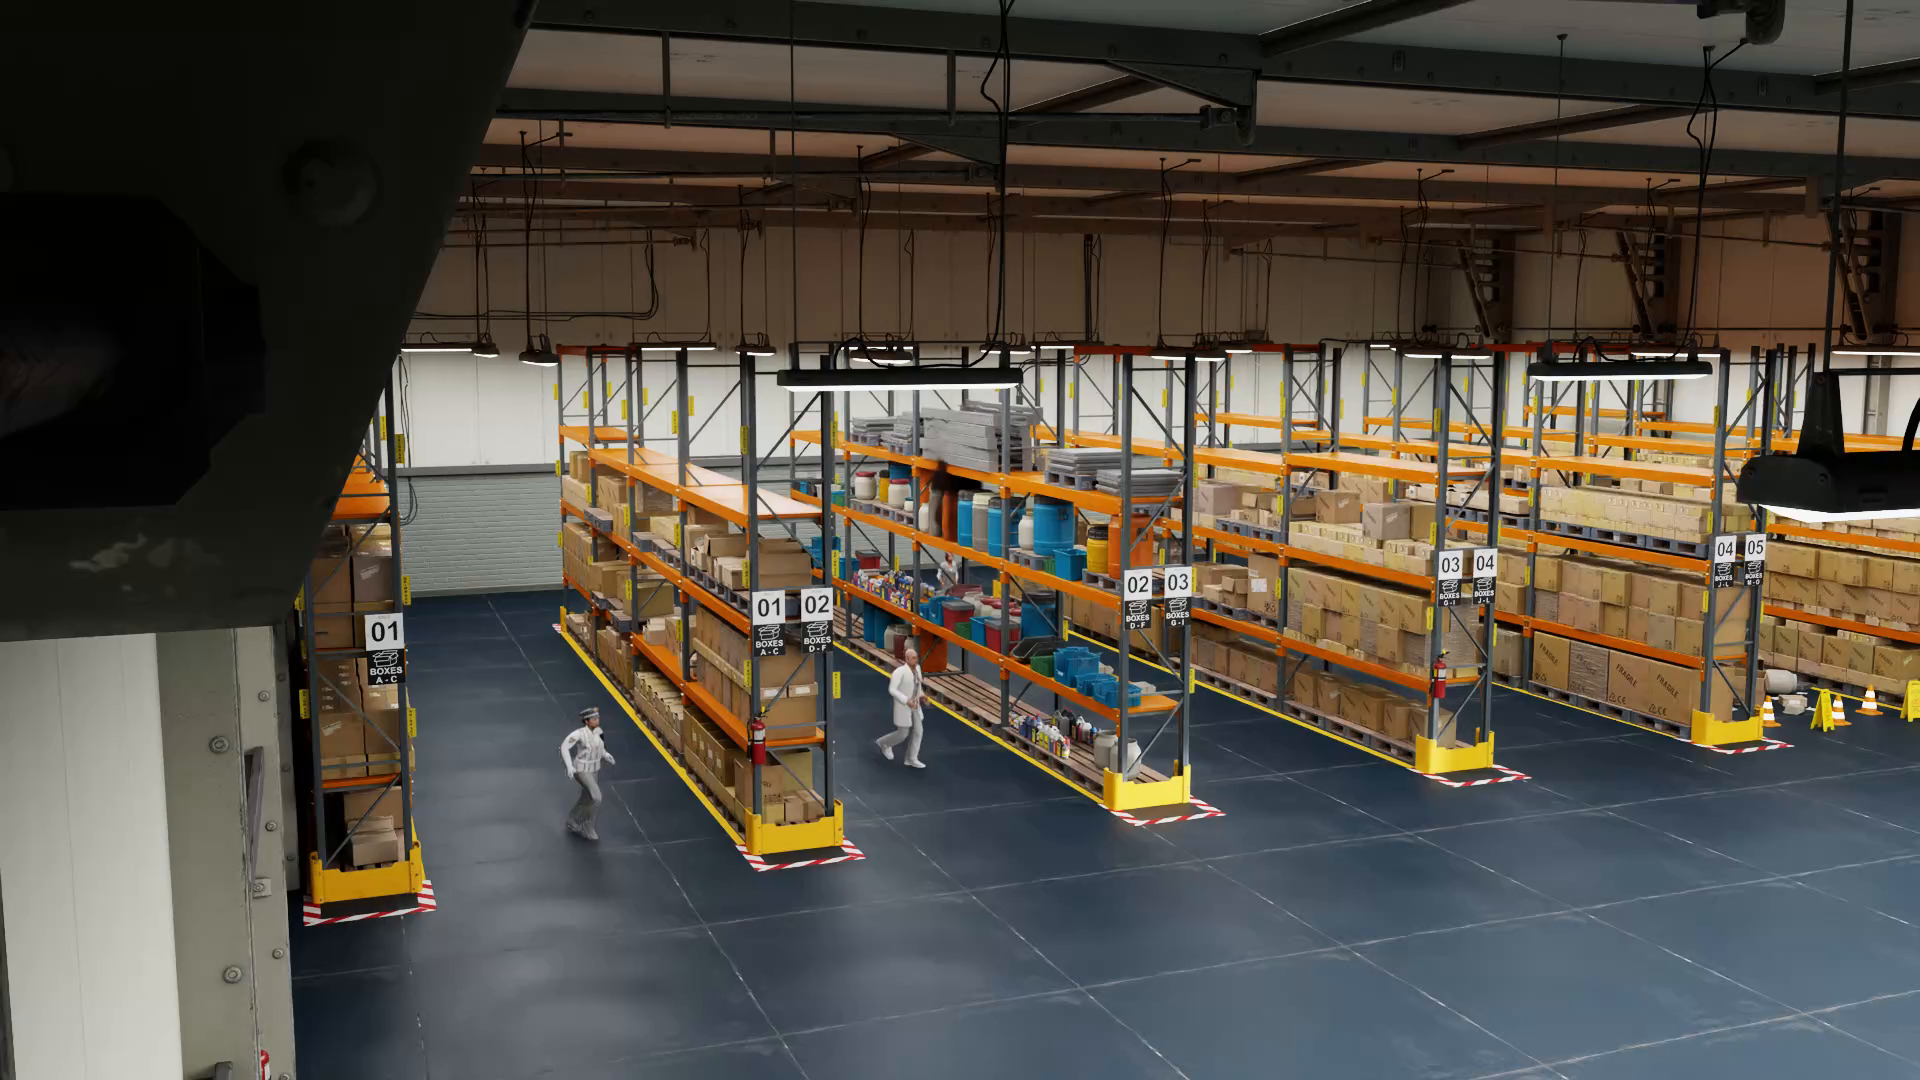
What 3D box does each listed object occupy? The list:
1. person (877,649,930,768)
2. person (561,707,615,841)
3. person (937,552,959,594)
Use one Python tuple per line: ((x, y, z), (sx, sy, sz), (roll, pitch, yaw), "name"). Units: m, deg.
((-0.851, 2.403, 24.143), (0.861, 1.703, 0.707), (7, 10, 42), "person")
((-4.644, 2.898, 20.692), (0.781, 1.702, 0.559), (4, 8, 28), "person")
((-0.282, 1.010, 35.999), (0.520, 1.550, 0.645), (-4, 8, -26), "person")
